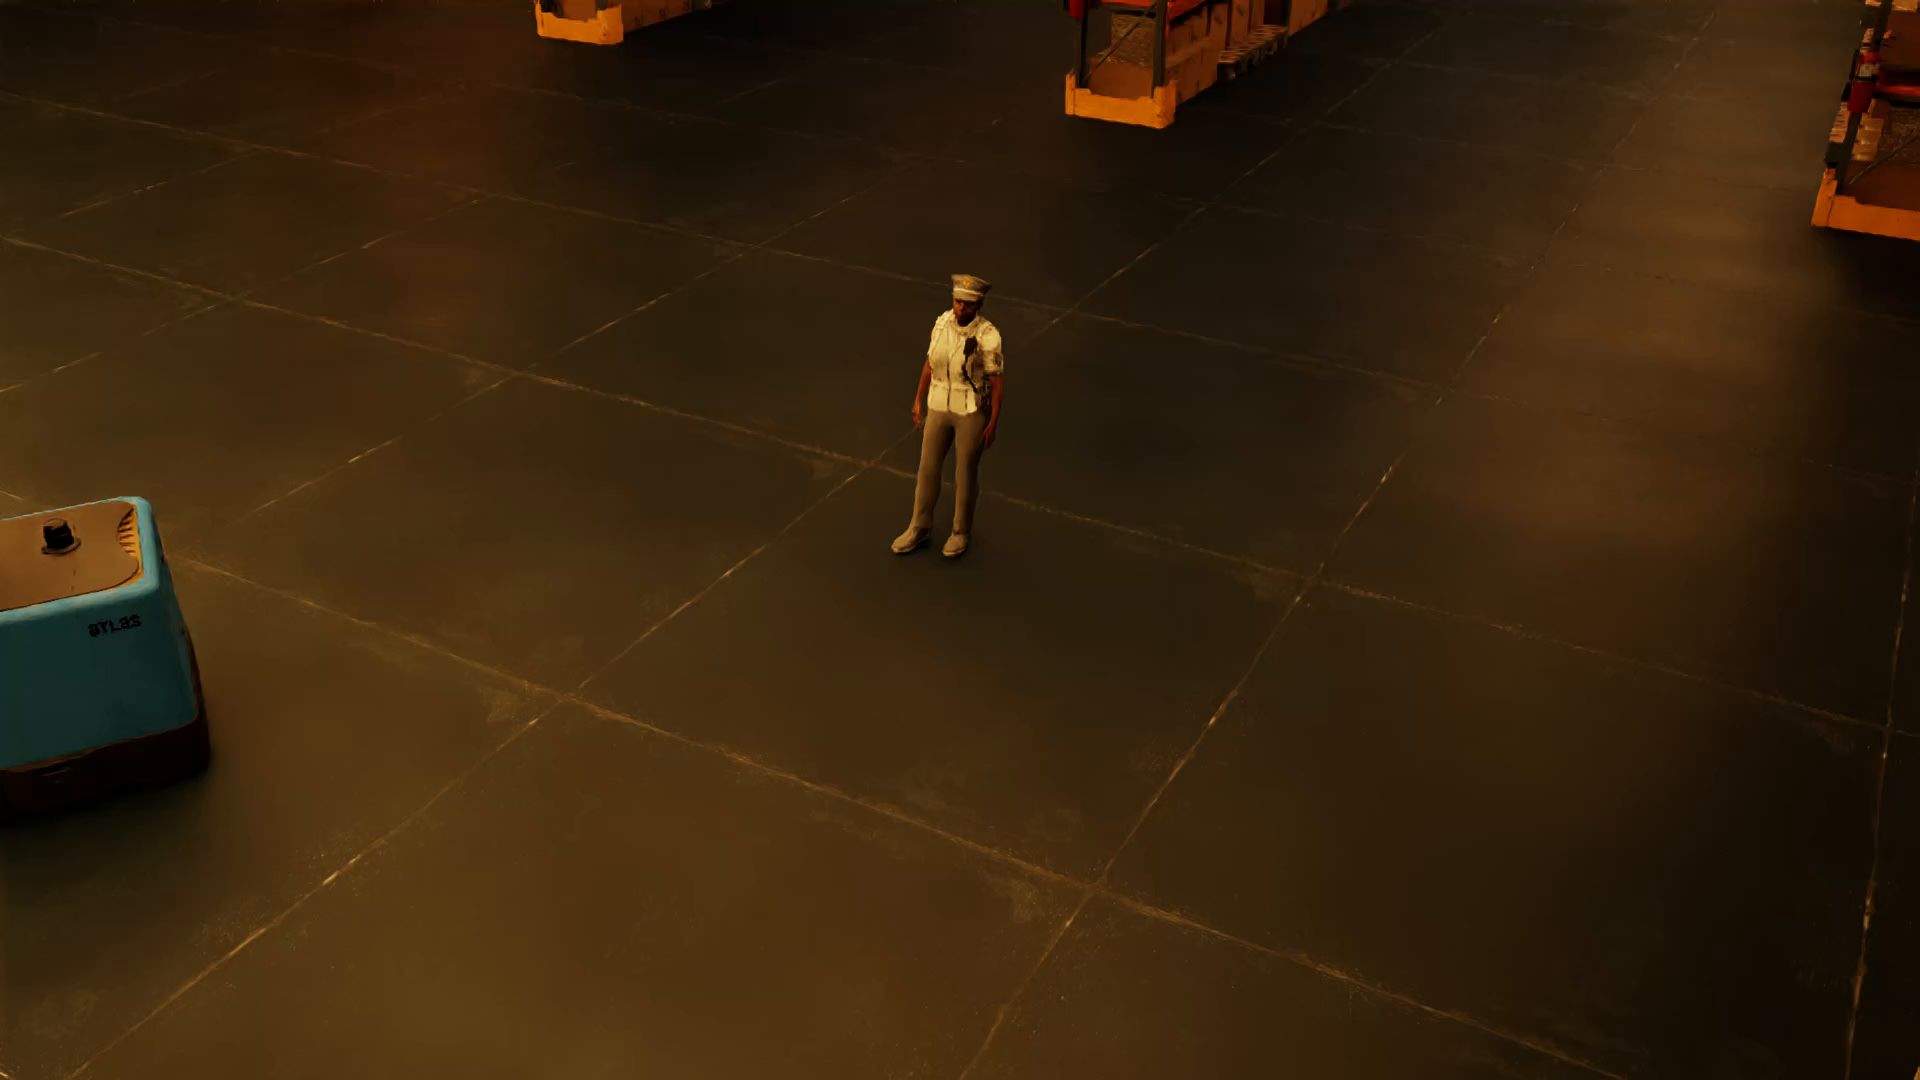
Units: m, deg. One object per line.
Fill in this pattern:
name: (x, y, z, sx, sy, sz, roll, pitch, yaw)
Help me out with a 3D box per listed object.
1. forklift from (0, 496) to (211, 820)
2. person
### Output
forklift: (-5.190, -0.043, 7.145, 3.031, 2.935, 1.130, -14, 33, -22)
person: (-0.054, -0.713, 9.527, 0.568, 1.695, 0.529, 15, 33, 25)
